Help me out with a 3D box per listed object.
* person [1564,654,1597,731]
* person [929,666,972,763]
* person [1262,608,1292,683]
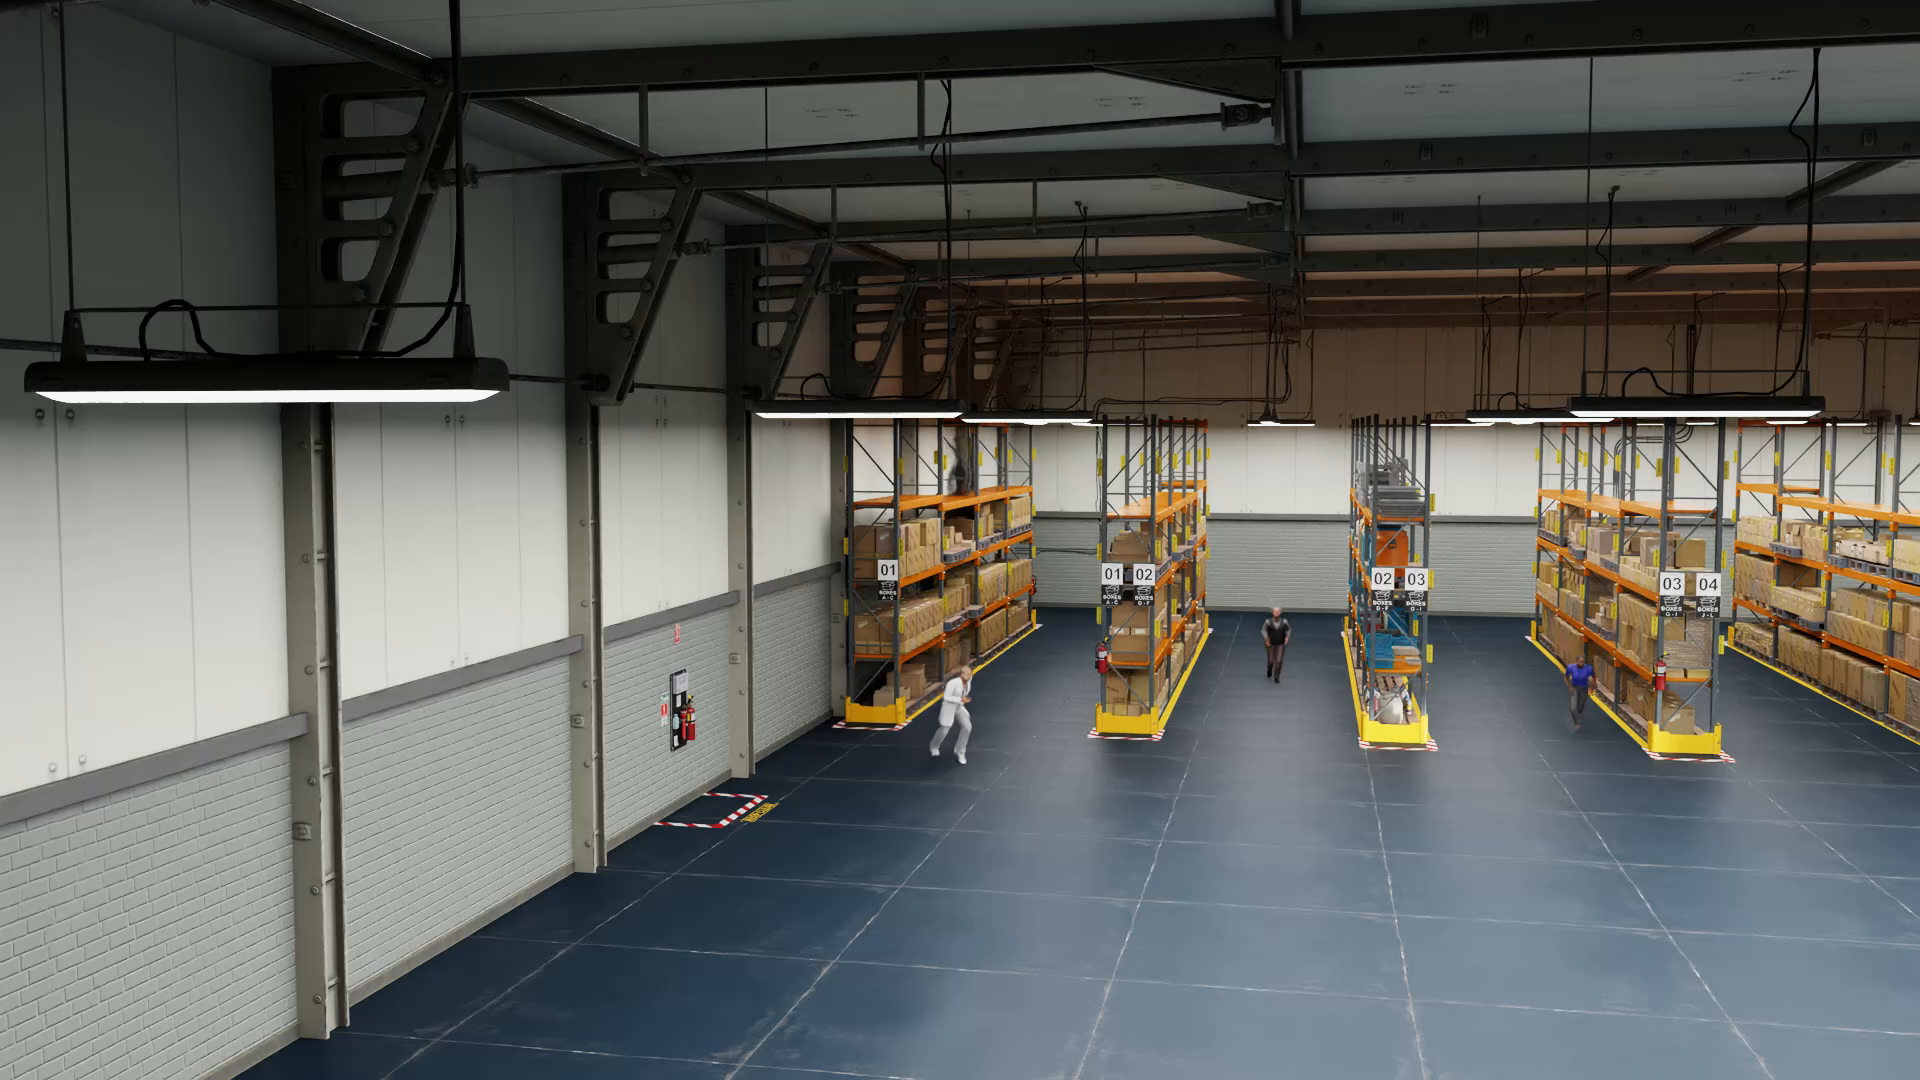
[{"bbox_3d":[11.813,2.882,31.699,0.584,1.499,0.871,1,4,16],"label":"person"},{"bbox_3d":[-0.131,3.003,28.725,0.752,1.729,1.072,-4,5,-45],"label":"person"},{"bbox_3d":[7.183,2.374,37.725,0.682,1.702,0.605,0,4,6],"label":"person"}]
